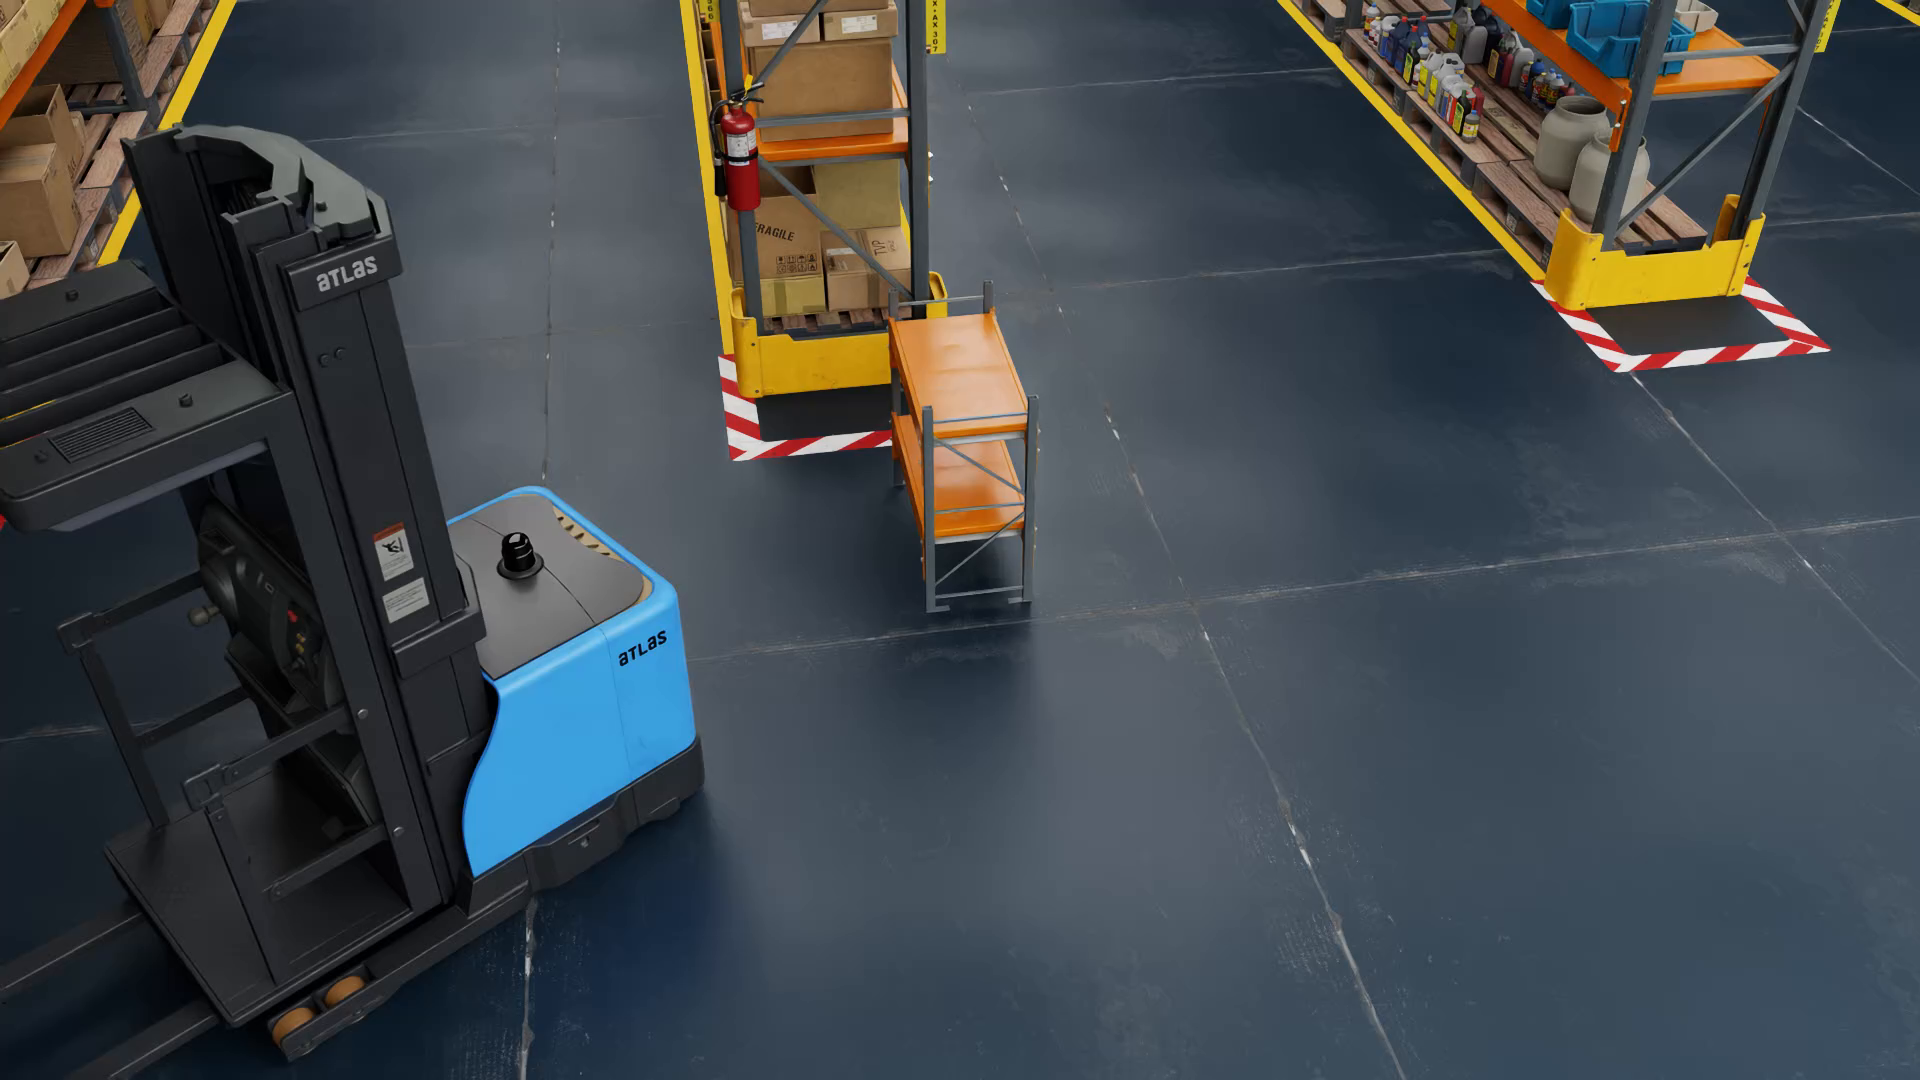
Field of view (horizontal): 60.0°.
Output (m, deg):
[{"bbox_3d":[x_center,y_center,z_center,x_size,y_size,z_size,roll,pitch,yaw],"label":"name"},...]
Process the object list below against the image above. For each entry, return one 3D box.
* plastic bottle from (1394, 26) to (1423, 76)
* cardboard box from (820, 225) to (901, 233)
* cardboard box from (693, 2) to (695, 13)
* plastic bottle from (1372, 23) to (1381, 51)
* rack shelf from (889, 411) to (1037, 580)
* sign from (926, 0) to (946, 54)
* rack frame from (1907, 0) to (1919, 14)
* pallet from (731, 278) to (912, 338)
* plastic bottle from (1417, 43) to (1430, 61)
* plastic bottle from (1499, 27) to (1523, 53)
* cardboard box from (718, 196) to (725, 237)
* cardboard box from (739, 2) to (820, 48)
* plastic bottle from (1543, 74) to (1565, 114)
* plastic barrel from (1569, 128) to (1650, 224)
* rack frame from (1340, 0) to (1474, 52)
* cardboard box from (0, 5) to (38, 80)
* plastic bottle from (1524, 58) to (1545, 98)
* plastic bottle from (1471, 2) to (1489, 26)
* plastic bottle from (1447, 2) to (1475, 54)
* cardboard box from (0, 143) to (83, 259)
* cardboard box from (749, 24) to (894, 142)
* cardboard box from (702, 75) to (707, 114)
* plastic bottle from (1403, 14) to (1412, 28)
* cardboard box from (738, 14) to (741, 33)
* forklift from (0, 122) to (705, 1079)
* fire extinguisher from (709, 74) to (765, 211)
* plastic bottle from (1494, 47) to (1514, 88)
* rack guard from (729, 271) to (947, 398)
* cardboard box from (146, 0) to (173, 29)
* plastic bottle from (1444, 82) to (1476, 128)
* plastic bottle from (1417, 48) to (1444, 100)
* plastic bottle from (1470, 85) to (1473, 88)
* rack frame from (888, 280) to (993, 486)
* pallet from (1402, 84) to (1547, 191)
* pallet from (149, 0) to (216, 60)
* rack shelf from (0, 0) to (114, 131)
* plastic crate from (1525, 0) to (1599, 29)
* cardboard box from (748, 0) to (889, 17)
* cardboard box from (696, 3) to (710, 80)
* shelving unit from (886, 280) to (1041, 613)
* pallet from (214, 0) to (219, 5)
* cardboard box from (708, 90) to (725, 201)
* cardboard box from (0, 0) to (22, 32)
[{"bbox_3d":[3.273,-3.569,12.100,0.144,0.351,0.185,-8,39,-10],"label":"plastic bottle"},{"bbox_3d":[-0.635,-1.870,10.012,0.500,0.250,0.500,-6,38,-8],"label":"cardboard box"},{"bbox_3d":[-1.815,-4.162,12.961,0.500,0.250,0.500,-7,38,-9],"label":"cardboard box"},{"bbox_3d":[3.167,-3.794,12.511,0.097,0.201,0.097,0,38,0],"label":"plastic bottle"},{"bbox_3d":[-0.001,-0.255,7.960,0.538,0.278,1.000,-6,38,-8],"label":"rack shelf"},{"bbox_3d":[-0.122,-2.570,8.243,0.100,0.325,0.005,-6,38,-8],"label":"sign"},{"bbox_3d":[8.383,-5.620,12.939,1.000,3.000,0.127,-6,38,-8],"label":"rack frame"},{"bbox_3d":[-0.844,-1.497,9.905,1.003,0.211,1.213,-6,38,-8],"label":"pallet"},{"bbox_3d":[3.336,-3.453,12.015,0.097,0.271,0.097,0,38,0],"label":"plastic bottle"},{"bbox_3d":[3.994,-3.546,12.070,0.144,0.351,0.185,-6,38,-8],"label":"plastic bottle"},{"bbox_3d":[-1.243,-2.116,10.327,0.500,0.250,0.500,-6,38,-8],"label":"cardboard box"},{"bbox_3d":[-0.924,-2.647,8.502,0.380,0.149,0.250,-7,38,-9],"label":"cardboard box"},{"bbox_3d":[4.137,-3.103,11.565,0.097,0.271,0.097,0,38,0],"label":"plastic bottle"},{"bbox_3d":[4.018,-2.244,10.279,0.421,0.512,0.421,0,38,0],"label":"plastic barrel"},{"bbox_3d":[3.507,-5.088,12.254,1.000,3.000,0.127,-6,38,-8],"label":"rack frame"},{"bbox_3d":[-5.593,-2.810,9.427,0.500,0.250,0.500,-6,38,-8],"label":"cardboard box"},{"bbox_3d":[4.084,-3.286,11.800,0.097,0.271,0.097,0,38,0],"label":"plastic bottle"},{"bbox_3d":[3.904,-3.857,12.470,0.144,0.351,0.185,-7,38,-9],"label":"plastic bottle"},{"bbox_3d":[3.762,-3.842,12.451,0.144,0.351,0.185,-6,38,-8],"label":"plastic bottle"},{"bbox_3d":[-5.757,-2.013,9.975,0.700,0.500,0.500,-9,39,-11],"label":"cardboard box"},{"bbox_3d":[-0.738,-2.464,8.795,0.700,0.500,0.500,-6,38,-8],"label":"cardboard box"},{"bbox_3d":[-1.505,-3.022,11.493,0.500,0.250,0.500,-6,38,-8],"label":"cardboard box"},{"bbox_3d":[3.320,-3.768,12.411,0.061,0.283,0.133,-6,38,-8],"label":"plastic bottle"},{"bbox_3d":[-1.012,-3.399,9.998,0.700,0.500,0.500,-5,38,-7],"label":"cardboard box"},{"bbox_3d":[-2.451,0.286,5.393,3.031,2.935,1.130,-30,47,-33],"label":"forklift"},{"bbox_3d":[-1.106,-1.989,8.328,0.296,0.674,0.183,-6,38,-8],"label":"fire extinguisher"},{"bbox_3d":[3.914,-3.409,11.949,0.061,0.283,0.133,-6,38,-8],"label":"plastic bottle"},{"bbox_3d":[-0.665,-1.139,9.209,1.175,0.500,0.348,-6,38,-8],"label":"rack guard"},{"bbox_3d":[-6.582,-4.271,12.881,0.700,0.500,0.500,-6,38,-7],"label":"cardboard box"},{"bbox_3d":[3.438,-2.987,11.411,0.152,0.276,0.135,-6,38,-8],"label":"plastic bottle"},{"bbox_3d":[3.348,-3.312,11.769,0.144,0.351,0.185,-7,38,-8],"label":"plastic bottle"},{"bbox_3d":[3.533,-3.066,11.574,0.097,0.201,0.097,0,38,0],"label":"plastic bottle"},{"bbox_3d":[-0.090,-0.755,8.205,0.500,1.125,0.032,-6,38,-8],"label":"rack frame"},{"bbox_3d":[3.801,-2.838,11.631,1.003,0.211,1.213,-6,38,-8],"label":"pallet"},{"bbox_3d":[-6.602,-4.129,13.293,1.003,0.211,1.213,-6,38,-8],"label":"pallet"},{"bbox_3d":[-5.896,-2.530,9.548,1.077,0.370,4.000,-6,38,-8],"label":"rack shelf"},{"bbox_3d":[3.718,-3.276,10.043,0.499,0.251,0.408,-6,38,-8],"label":"plastic crate"},{"bbox_3d":[-0.748,-3.008,8.438,0.700,0.500,0.500,-6,38,-8],"label":"cardboard box"},{"bbox_3d":[-1.502,-3.318,11.264,0.500,0.500,0.500,-6,38,-8],"label":"cardboard box"},{"bbox_3d":[-0.001,-0.448,7.810,0.538,1.125,1.048,-6,38,-8],"label":"shelving unit"},{"bbox_3d":[-6.812,-4.865,14.240,1.003,0.211,1.213,-6,38,-8],"label":"pallet"},{"bbox_3d":[-1.246,-2.411,10.097,0.500,0.500,0.500,-6,38,-8],"label":"cardboard box"},{"bbox_3d":[-5.597,-3.094,9.183,0.500,0.500,0.500,-5,38,-7],"label":"cardboard box"}]
